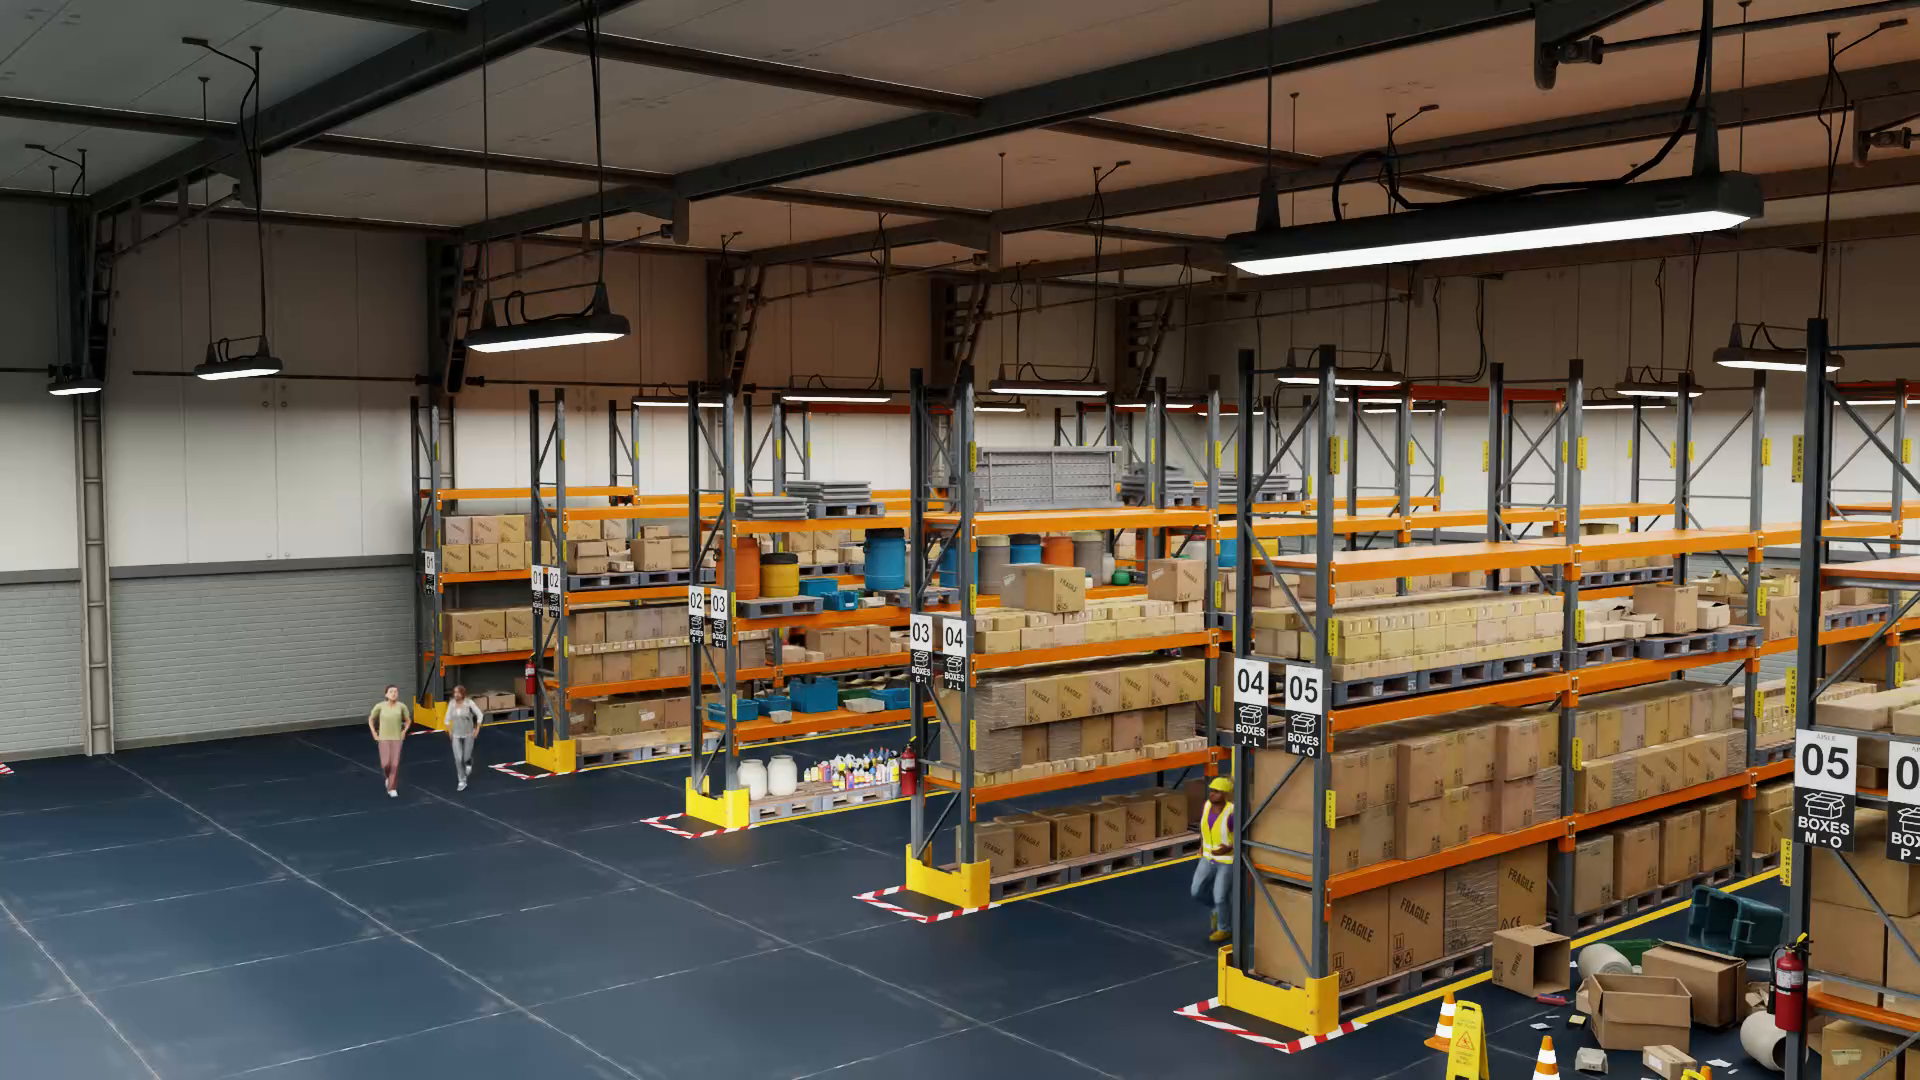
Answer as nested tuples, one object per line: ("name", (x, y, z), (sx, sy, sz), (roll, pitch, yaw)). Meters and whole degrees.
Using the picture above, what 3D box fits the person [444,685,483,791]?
("person", (-7.404, 2.944, 24.805), (0.557, 1.553, 0.610), (0, 3, -3))

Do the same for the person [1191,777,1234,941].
("person", (2.652, 3.291, 17.129), (0.704, 1.718, 0.563), (3, 5, 45))

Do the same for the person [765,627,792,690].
("person", (-3.475, 2.149, 31.517), (0.740, 1.758, 0.707), (-3, 5, -43))

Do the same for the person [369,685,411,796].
("person", (-8.300, 2.924, 24.244), (0.575, 1.634, 0.507), (-2, 4, -24))
